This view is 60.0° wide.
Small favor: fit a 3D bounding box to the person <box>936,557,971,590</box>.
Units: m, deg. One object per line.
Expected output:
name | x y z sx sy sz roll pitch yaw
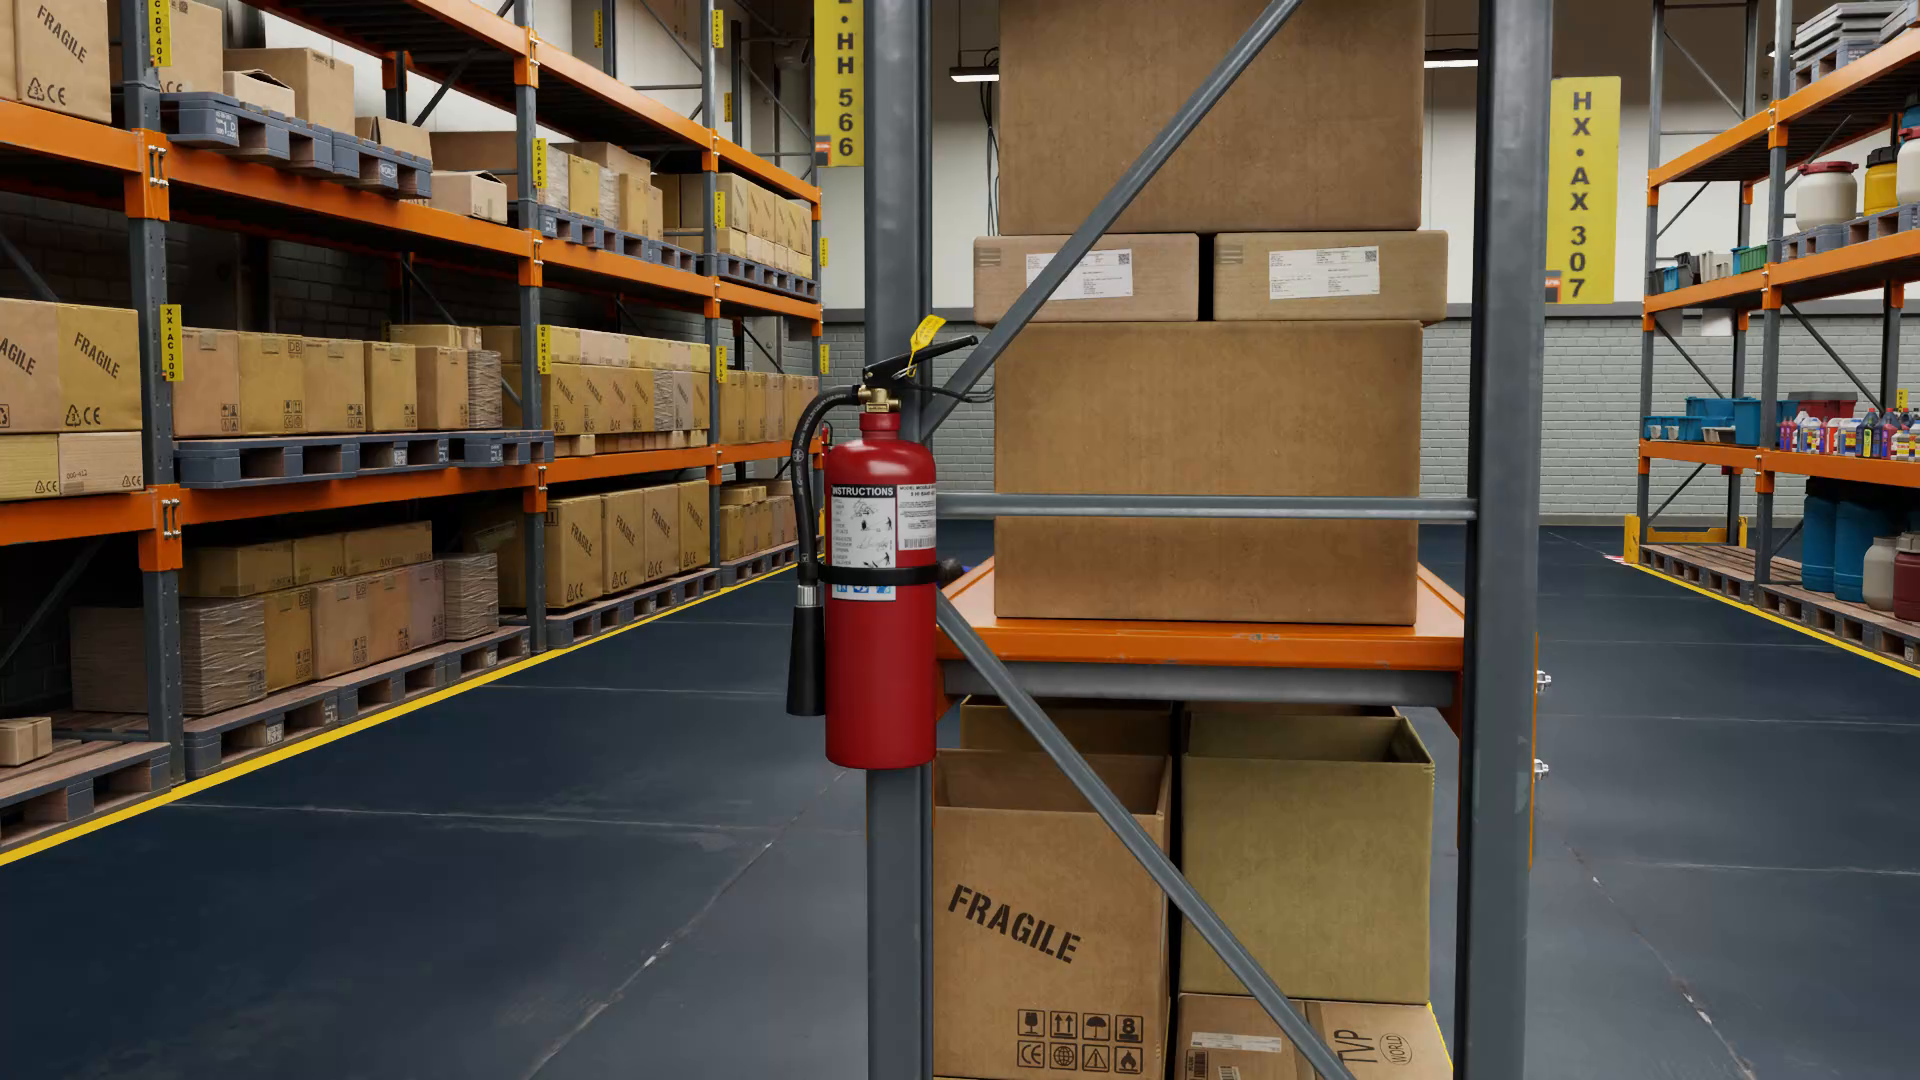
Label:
person | -0.069 0.488 9.865 0.480 0.806 0.811 1 5 8
